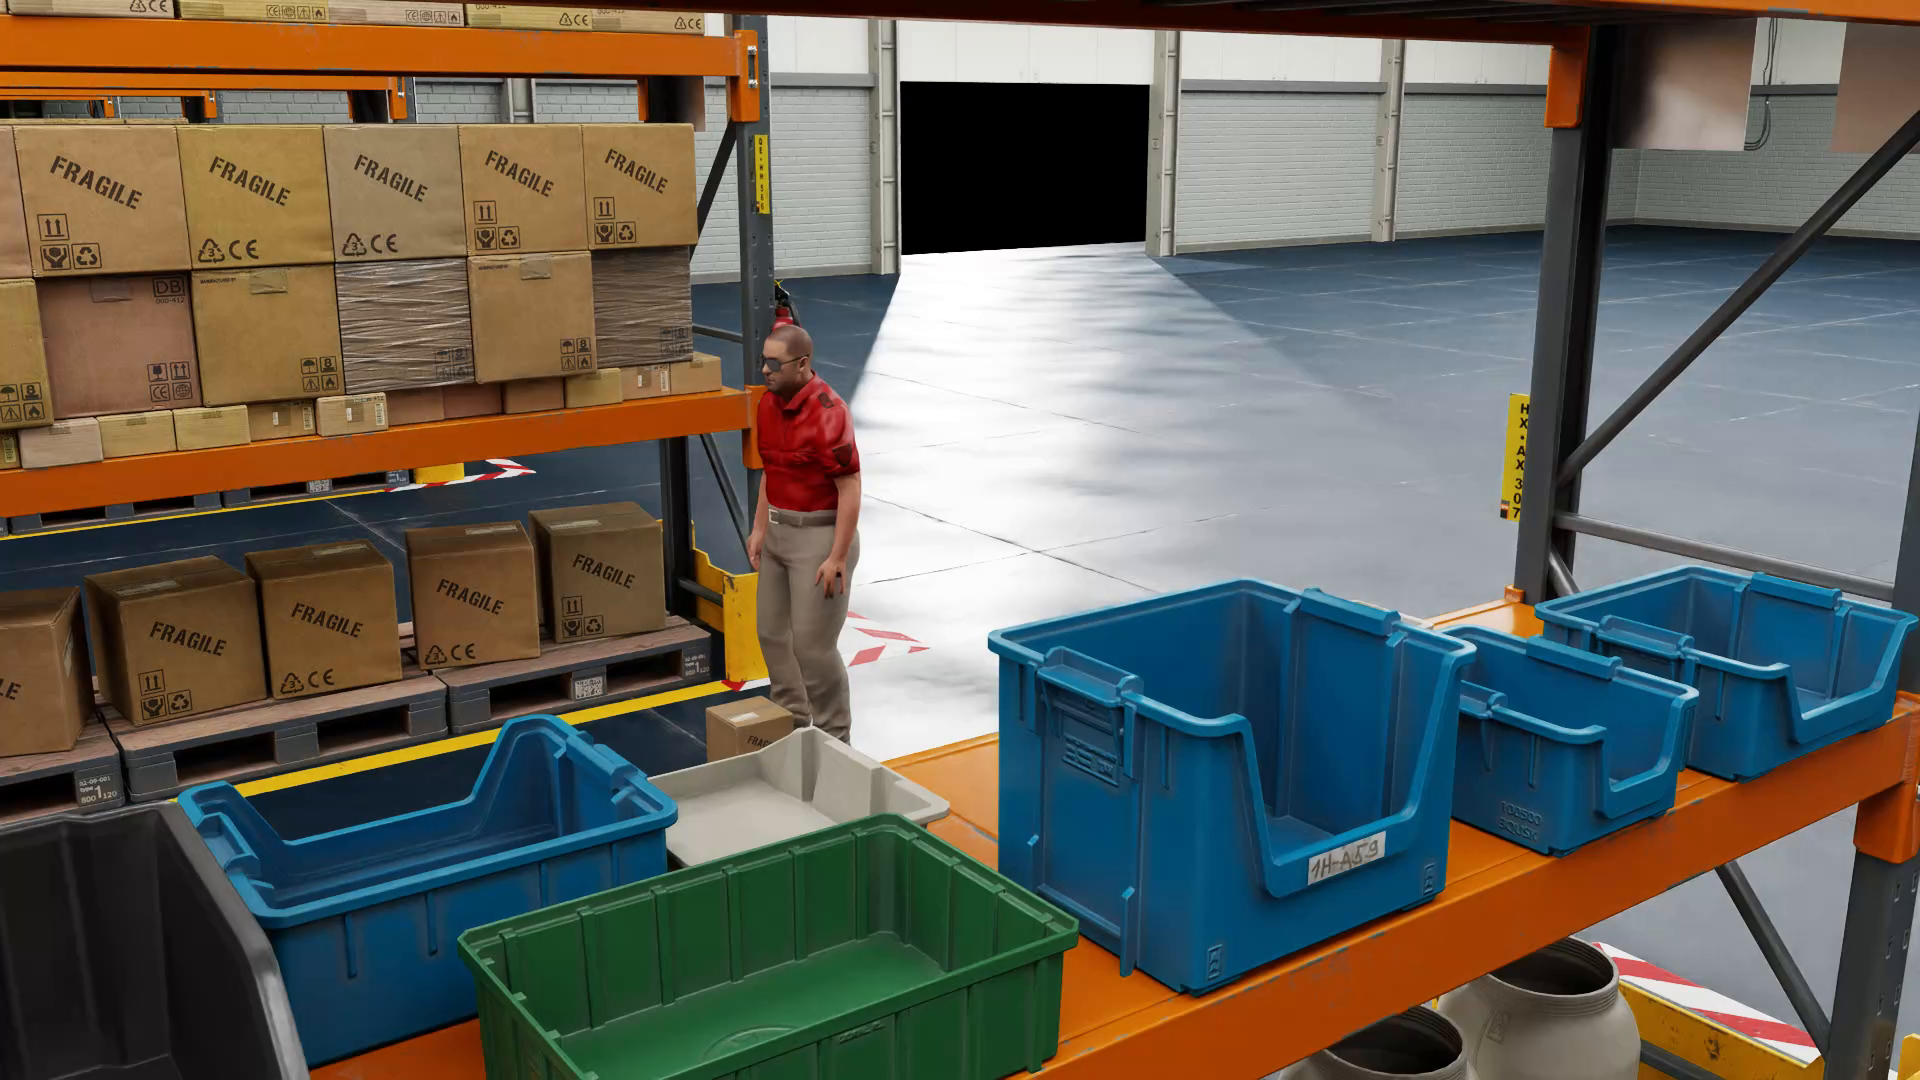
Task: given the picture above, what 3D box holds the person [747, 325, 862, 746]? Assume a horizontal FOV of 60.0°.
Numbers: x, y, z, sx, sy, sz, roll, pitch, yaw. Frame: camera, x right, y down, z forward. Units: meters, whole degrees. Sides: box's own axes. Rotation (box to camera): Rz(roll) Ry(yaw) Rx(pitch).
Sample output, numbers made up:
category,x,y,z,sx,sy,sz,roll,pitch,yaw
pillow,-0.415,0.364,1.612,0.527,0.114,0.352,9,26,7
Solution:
category,x,y,z,sx,sy,sz,roll,pitch,yaw
person,-0.610,0.027,6.426,0.386,1.728,0.606,-11,18,-38
